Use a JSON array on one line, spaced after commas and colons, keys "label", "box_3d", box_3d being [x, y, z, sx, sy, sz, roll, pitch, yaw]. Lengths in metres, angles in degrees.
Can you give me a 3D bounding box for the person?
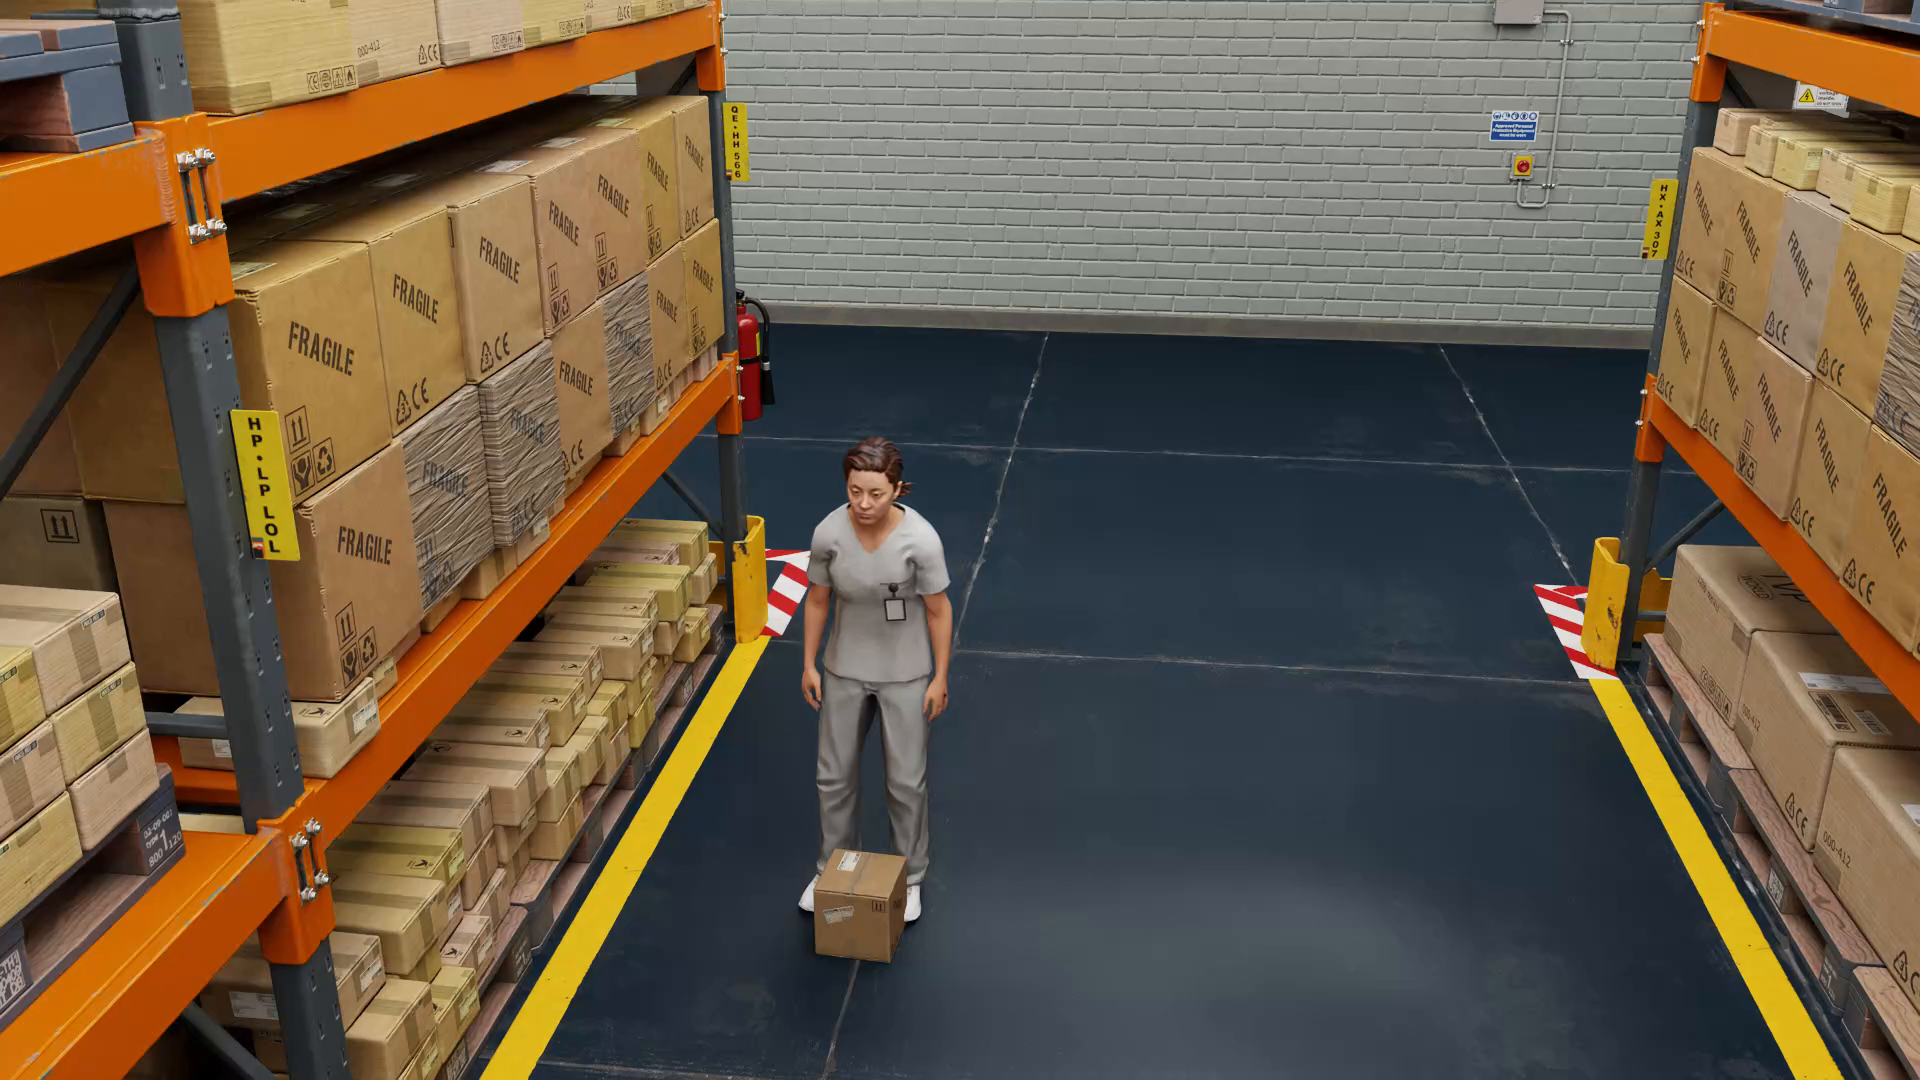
[{"label": "person", "box_3d": [-0.276, 0.448, 5.433, 0.501, 1.672, 0.350, 4, 22, 11]}]
